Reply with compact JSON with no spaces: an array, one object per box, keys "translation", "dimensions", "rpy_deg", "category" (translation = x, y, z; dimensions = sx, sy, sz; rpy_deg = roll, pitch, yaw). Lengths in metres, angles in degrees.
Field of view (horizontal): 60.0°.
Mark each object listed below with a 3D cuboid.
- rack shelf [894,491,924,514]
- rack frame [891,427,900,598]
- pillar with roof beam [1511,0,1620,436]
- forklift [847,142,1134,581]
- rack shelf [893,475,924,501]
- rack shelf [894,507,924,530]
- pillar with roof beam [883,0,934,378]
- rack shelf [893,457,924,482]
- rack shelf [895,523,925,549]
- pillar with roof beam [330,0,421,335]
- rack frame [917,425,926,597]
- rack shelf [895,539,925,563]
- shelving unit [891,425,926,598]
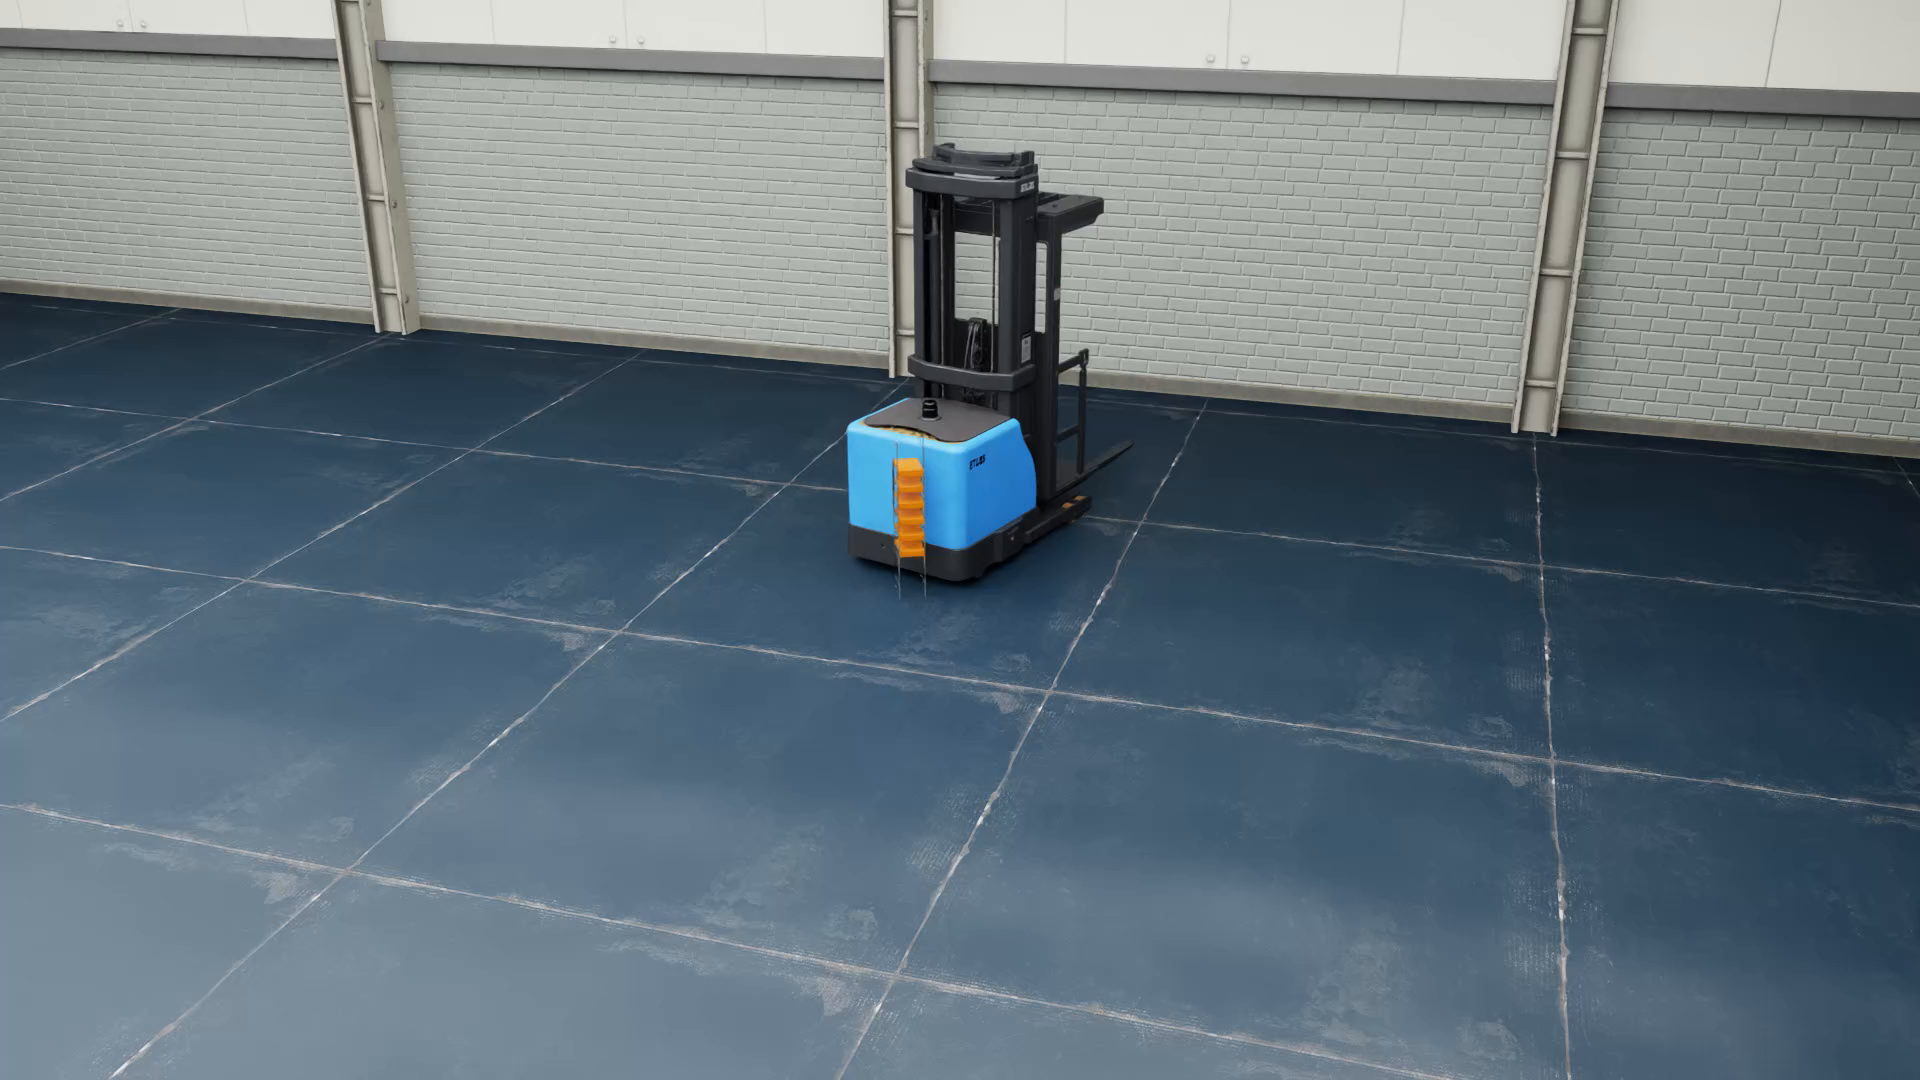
[{"translation":[-0.359,-0.262,11.626],"dimensions":[0.180,0.103,0.258],"rpy_deg":[-4,23,-10],"category":"rack shelf"},{"translation":[-0.449,-0.185,11.640],"dimensions":[0.006,1.200,0.240],"rpy_deg":[-4,23,-10],"category":"rack frame"},{"translation":[4.019,-3.615,9.726],"dimensions":[0.400,9.000,9.100],"rpy_deg":[7,23,16],"category":"pillar with roof beam"},{"translation":[0.390,-1.571,12.737],"dimensions":[1.130,2.935,3.031],"rpy_deg":[14,26,30],"category":"forklift"},{"translation":[-0.360,-0.373,11.581],"dimensions":[0.180,0.103,0.258],"rpy_deg":[-4,23,-10],"category":"rack shelf"},{"translation":[-0.359,-0.151,11.672],"dimensions":[0.180,0.103,0.258],"rpy_deg":[-4,23,-10],"category":"rack shelf"},{"translation":[-1.726,-4.273,11.330],"dimensions":[0.400,9.000,9.100],"rpy_deg":[7,23,16],"category":"pillar with roof beam"},{"translation":[-0.361,-0.484,11.535],"dimensions":[0.180,0.103,0.258],"rpy_deg":[-4,23,-10],"category":"rack shelf"},{"translation":[-0.358,-0.040,11.718],"dimensions":[0.180,0.103,0.258],"rpy_deg":[-4,23,-10],"category":"rack shelf"},{"translation":[-7.470,-4.931,12.933],"dimensions":[0.400,9.000,9.100],"rpy_deg":[7,23,16],"category":"pillar with roof beam"},{"translation":[-0.269,-0.199,11.670],"dimensions":[0.006,1.200,0.240],"rpy_deg":[-4,23,-10],"category":"rack frame"},{"translation":[-0.358,0.071,11.763],"dimensions":[0.180,0.103,0.258],"rpy_deg":[-4,23,-10],"category":"rack shelf"},{"translation":[-0.359,-0.192,11.655],"dimensions":[0.189,1.200,0.258],"rpy_deg":[-4,23,-10],"category":"shelving unit"}]
